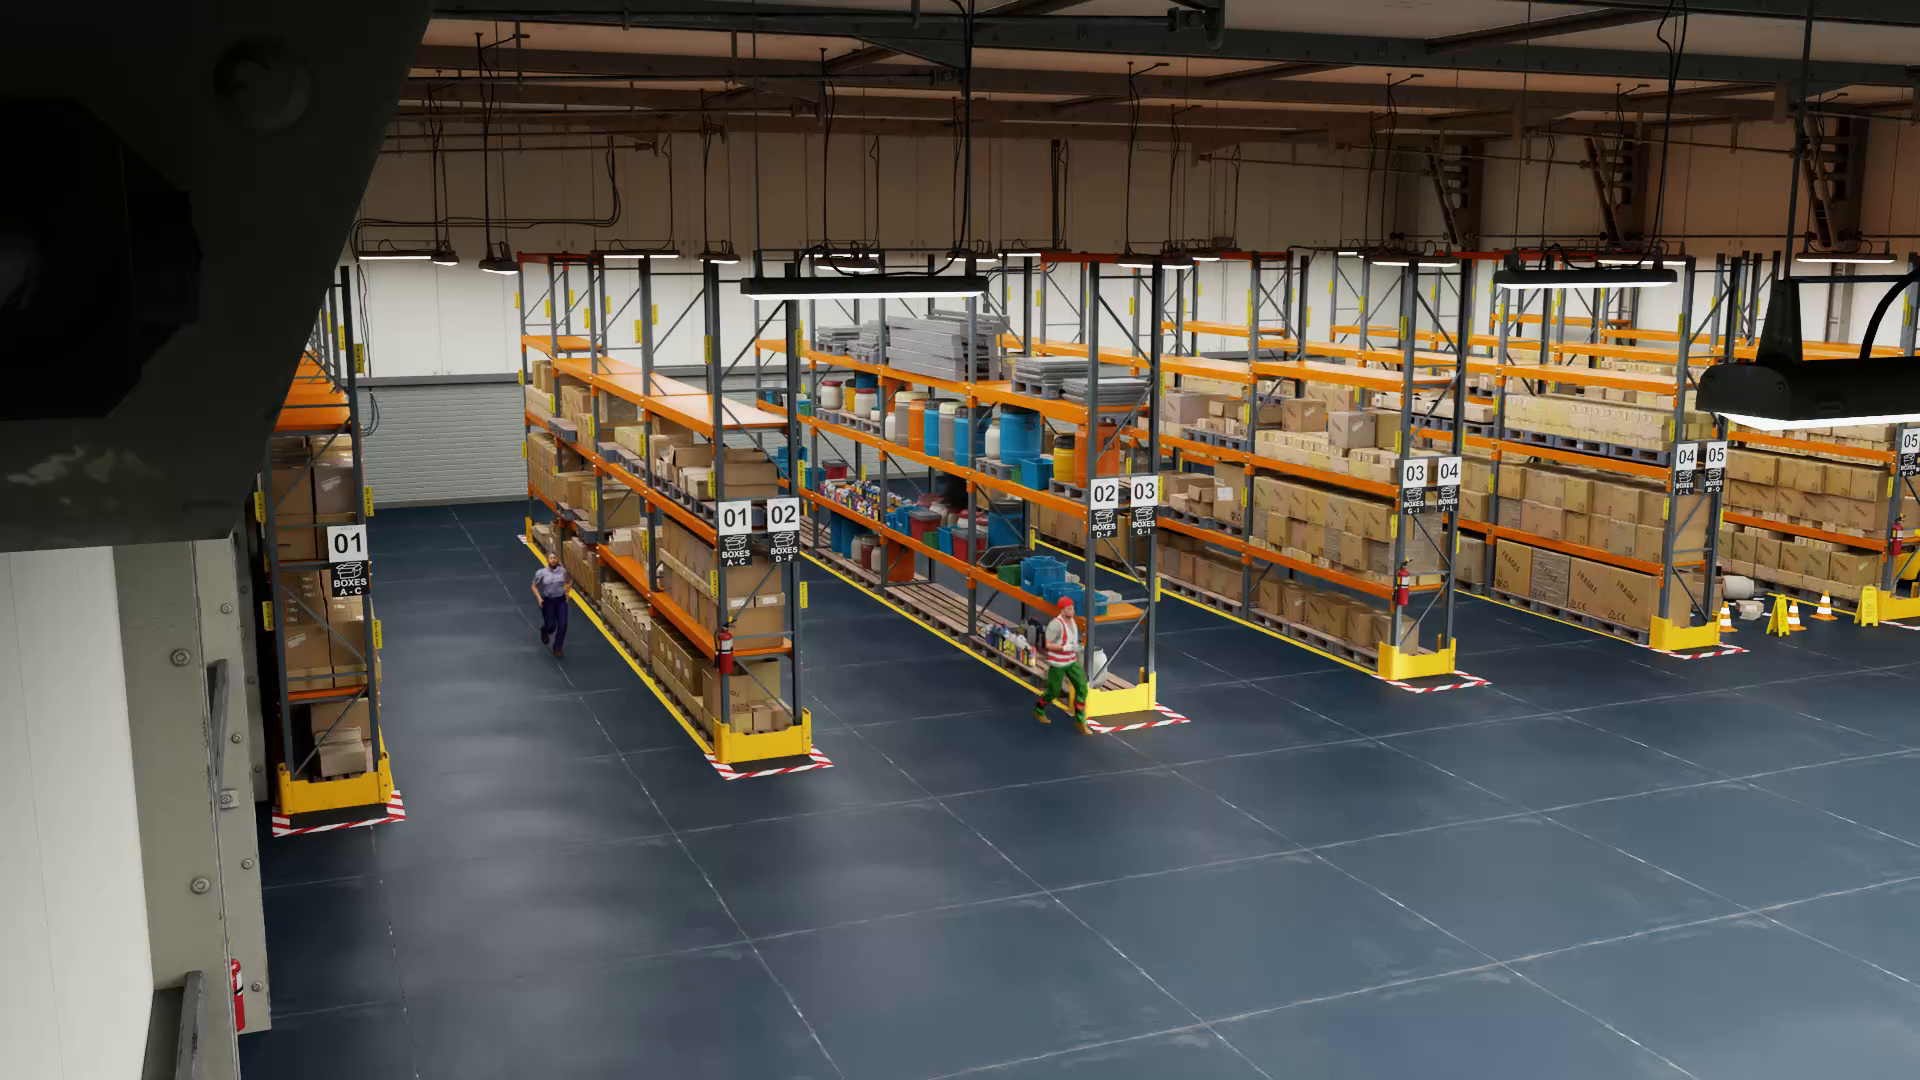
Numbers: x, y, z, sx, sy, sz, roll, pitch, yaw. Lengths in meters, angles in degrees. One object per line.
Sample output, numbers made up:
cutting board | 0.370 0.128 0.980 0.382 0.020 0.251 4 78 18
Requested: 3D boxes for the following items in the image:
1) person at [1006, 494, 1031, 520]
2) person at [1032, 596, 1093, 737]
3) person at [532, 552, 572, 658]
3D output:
person | 1.142 -0.400 32.719 0.573 1.634 0.536 -6 12 -31
person | 1.291 1.603 21.371 0.882 1.820 0.676 10 14 44
person | -6.209 0.964 25.401 0.614 1.609 0.575 -6 12 -28
